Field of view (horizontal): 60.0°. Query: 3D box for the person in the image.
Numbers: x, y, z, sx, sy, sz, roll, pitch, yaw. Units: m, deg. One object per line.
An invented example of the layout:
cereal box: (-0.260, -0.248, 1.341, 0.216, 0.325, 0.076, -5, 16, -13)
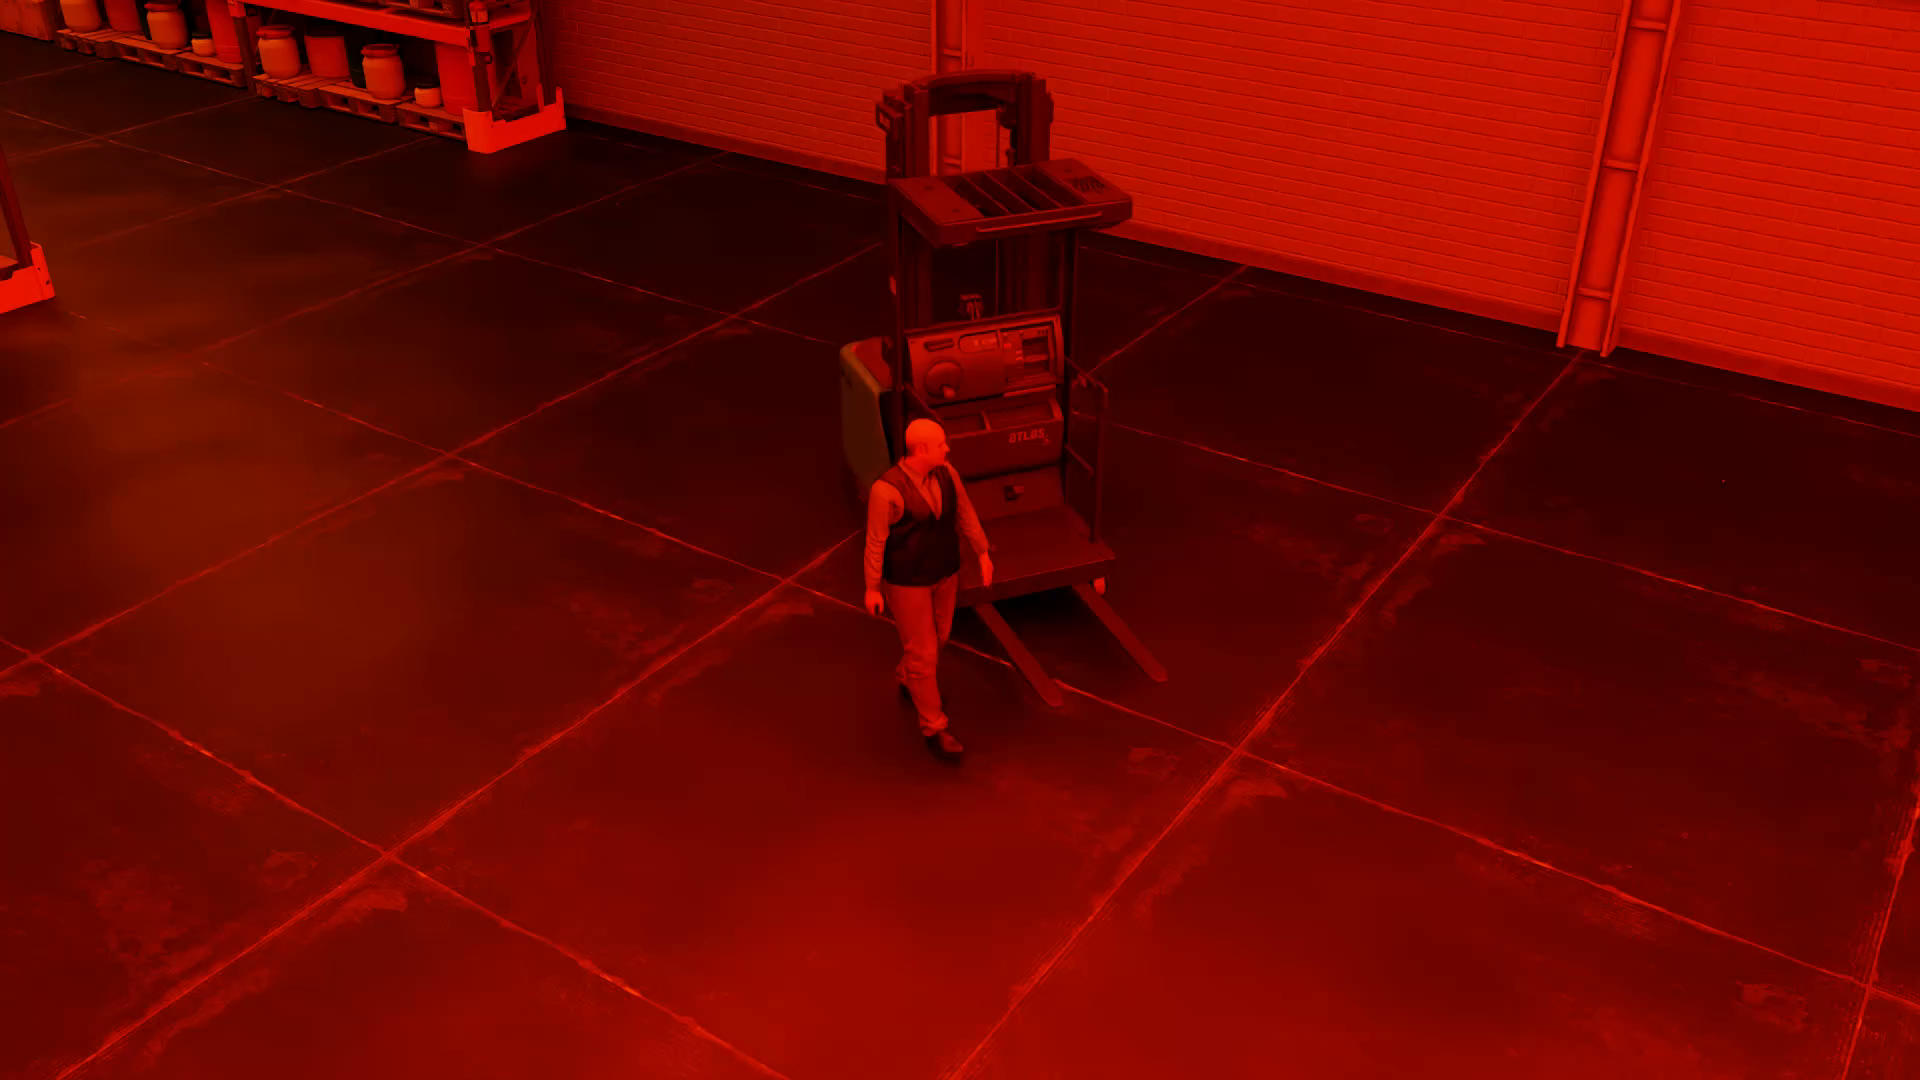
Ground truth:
person: (-0.113, 0.214, 8.366, 0.725, 1.702, 0.671, 25, 38, 36)

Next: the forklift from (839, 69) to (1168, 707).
forklift: (0.233, -0.983, 9.274, 1.130, 2.935, 3.031, -11, 32, -18)
